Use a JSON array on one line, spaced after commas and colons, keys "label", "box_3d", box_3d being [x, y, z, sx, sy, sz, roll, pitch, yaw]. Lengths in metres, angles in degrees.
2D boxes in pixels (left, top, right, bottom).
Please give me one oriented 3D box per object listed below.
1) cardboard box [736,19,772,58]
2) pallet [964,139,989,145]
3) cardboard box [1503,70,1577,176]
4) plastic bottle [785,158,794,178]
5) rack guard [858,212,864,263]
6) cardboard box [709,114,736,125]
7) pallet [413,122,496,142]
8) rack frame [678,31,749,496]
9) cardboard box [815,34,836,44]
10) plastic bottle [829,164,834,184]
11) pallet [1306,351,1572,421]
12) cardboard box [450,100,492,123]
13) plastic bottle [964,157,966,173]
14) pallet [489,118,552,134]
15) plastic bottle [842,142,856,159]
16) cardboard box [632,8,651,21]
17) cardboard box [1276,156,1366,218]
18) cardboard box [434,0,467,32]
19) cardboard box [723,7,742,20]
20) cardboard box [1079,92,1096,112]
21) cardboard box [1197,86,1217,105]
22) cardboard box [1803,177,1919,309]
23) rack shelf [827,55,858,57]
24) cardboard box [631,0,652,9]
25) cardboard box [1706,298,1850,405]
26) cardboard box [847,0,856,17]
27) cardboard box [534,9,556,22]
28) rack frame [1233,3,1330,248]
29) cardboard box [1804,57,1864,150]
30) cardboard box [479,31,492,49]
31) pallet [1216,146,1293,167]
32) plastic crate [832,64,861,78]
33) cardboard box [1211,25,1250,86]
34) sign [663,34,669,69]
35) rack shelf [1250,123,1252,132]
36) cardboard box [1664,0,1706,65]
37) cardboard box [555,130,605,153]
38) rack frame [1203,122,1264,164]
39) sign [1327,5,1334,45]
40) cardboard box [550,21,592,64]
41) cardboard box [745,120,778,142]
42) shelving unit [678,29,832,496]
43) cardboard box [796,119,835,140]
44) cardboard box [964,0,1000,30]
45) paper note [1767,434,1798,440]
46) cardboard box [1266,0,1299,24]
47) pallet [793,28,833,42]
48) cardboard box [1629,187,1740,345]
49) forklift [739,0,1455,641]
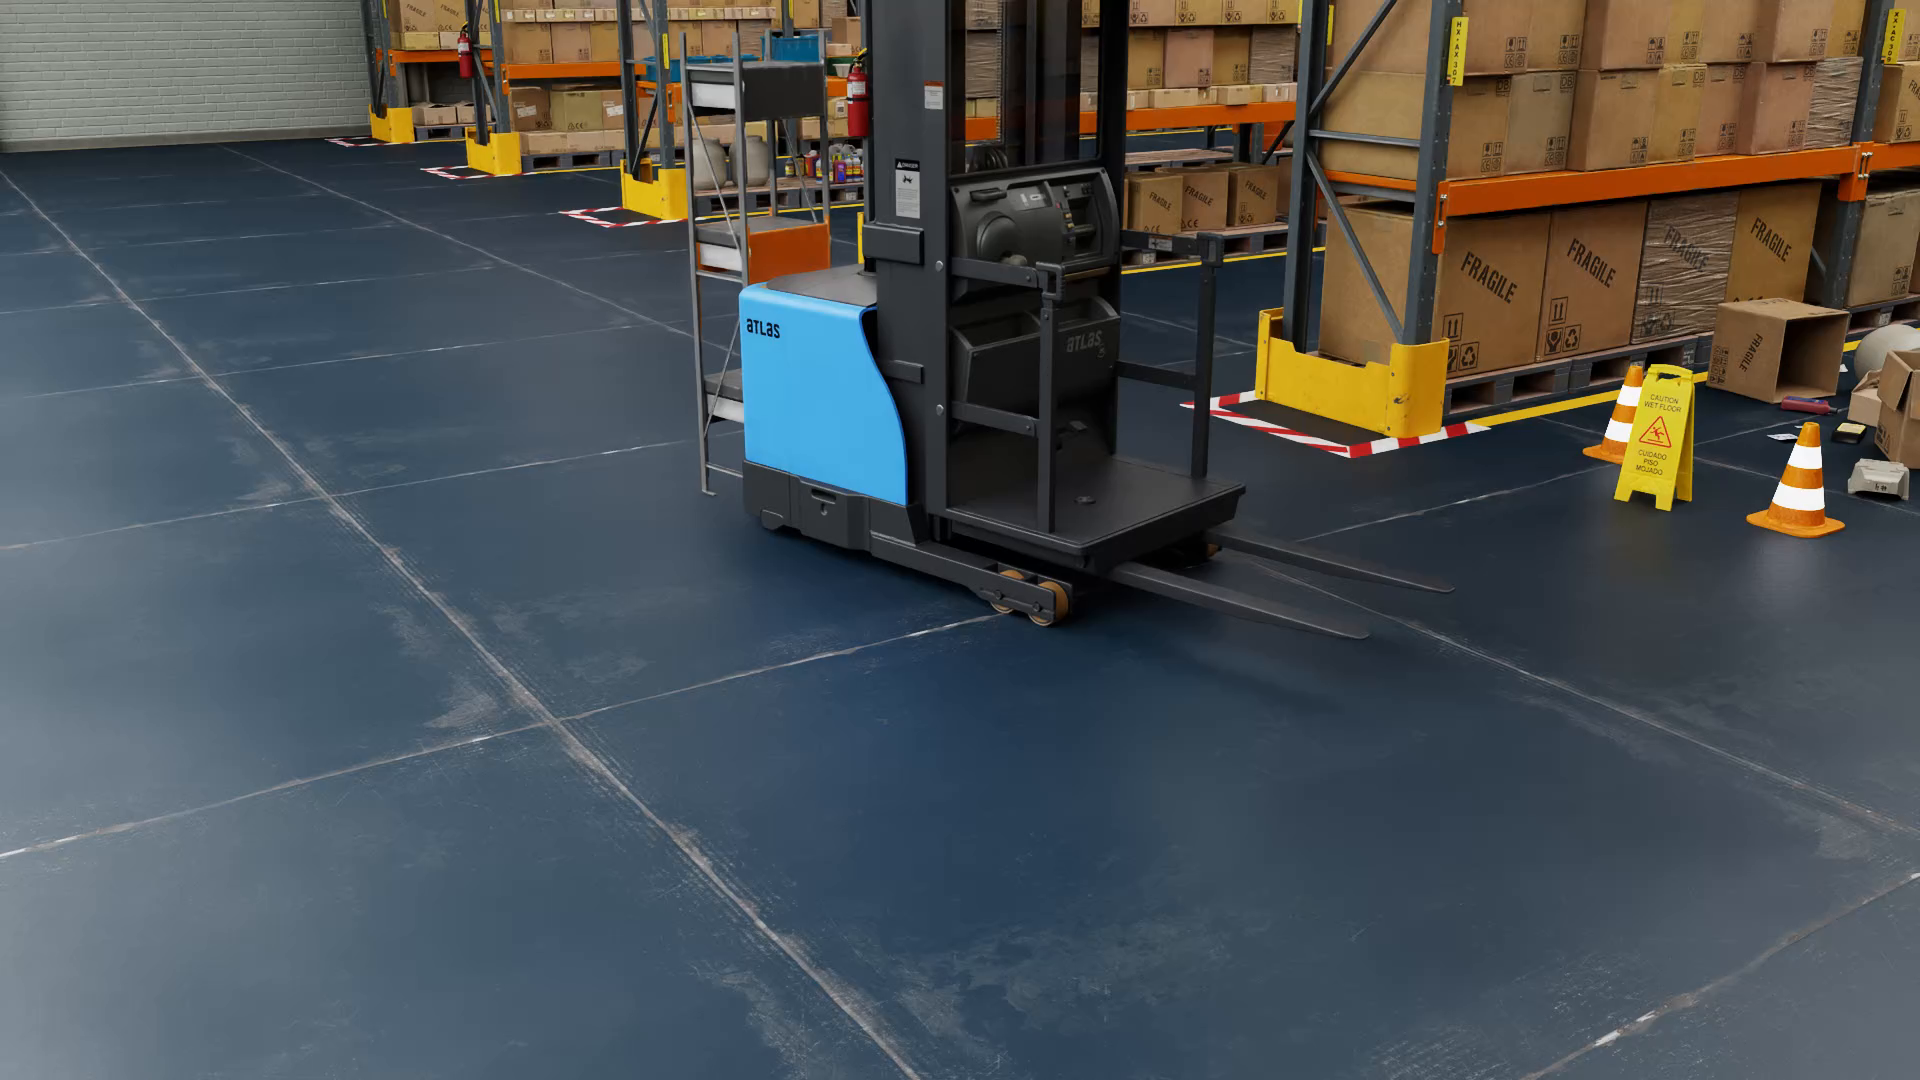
[{"label": "cardboard box", "box_3d": [-2.932, -6.809, 22.544, 0.500, 0.500, 0.700, -13, 22, -33]}, {"label": "pallet", "box_3d": [0.067, -6.090, 24.929, 1.213, 0.211, 1.003, -12, 22, -31]}, {"label": "cardboard box", "box_3d": [2.916, -2.393, 9.405, 0.550, 0.550, 0.875, -12, 22, -31]}, {"label": "plastic bottle", "box_3d": [-1.892, -4.134, 18.473, 0.097, 0.201, 0.097, 0, 19, 0]}, {"label": "rack guard", "box_3d": [-0.397, -2.315, 13.313, 0.348, 0.500, 1.175, -12, 22, -31]}, {"label": "cardboard box", "box_3d": [-3.256, -5.868, 22.384, 0.500, 0.500, 0.500, -12, 22, -31]}, {"label": "pallet", "box_3d": [-7.872, -6.287, 25.511, 1.213, 0.211, 1.003, -12, 22, -31]}, {"label": "rack frame", "box_3d": [-1.076, -1.177, 7.449, 0.400, 2.100, 0.015, 17, 25, 41]}, {"label": "cardboard box", "box_3d": [-1.931, -6.981, 23.422, 0.258, 0.266, 0.396, -13, 22, -33]}, {"label": "plastic bottle", "box_3d": [-1.412, -3.948, 17.921, 0.097, 0.201, 0.097, 0, 19, 0]}, {"label": "pallet", "box_3d": [2.808, -0.982, 9.821, 1.213, 0.211, 1.003, -12, 22, -31]}, {"label": "cardboard box", "box_3d": [-7.530, -6.594, 25.576, 0.500, 0.311, 0.500, -10, 21, -27]}, {"label": "plastic bottle", "box_3d": [0.025, -4.251, 18.818, 0.097, 0.201, 0.097, 0, 19, 0]}, {"label": "pallet", "box_3d": [-6.854, -6.500, 26.143, 1.213, 0.211, 1.003, -12, 22, -31]}, {"label": "plastic bottle", "box_3d": [-1.259, -4.330, 18.817, 0.185, 0.351, 0.144, -12, 22, -32]}, {"label": "cardboard box", "box_3d": [-4.175, -6.773, 21.427, 0.250, 0.149, 0.380, -12, 22, -31]}, {"label": "cardboard box", "box_3d": [3.405, -3.317, 15.590, 0.500, 0.500, 0.700, -14, 23, -36]}, {"label": "cardboard box", "box_3d": [-7.651, -7.843, 24.791, 0.500, 0.500, 0.500, -12, 22, -31]}, {"label": "cardboard box", "box_3d": [-3.099, -7.001, 22.100, 0.250, 0.149, 0.380, -13, 22, -33]}, {"label": "cardboard box", "box_3d": [0.949, -3.575, 13.530, 0.250, 0.149, 0.380, -12, 22, -31]}, {"label": "cardboard box", "box_3d": [1.978, -3.803, 14.203, 0.250, 0.149, 0.380, -12, 22, -31]}, {"label": "cardboard box", "box_3d": [5.993, -2.113, 11.668, 0.750, 0.750, 1.050, -12, 22, -32]}, {"label": "rack shelf", "box_3d": [-0.894, -6.853, 23.954, 4.000, 0.370, 1.077, -12, 22, -31]}, {"label": "cardboard box", "box_3d": [-4.189, -7.158, 21.552, 0.500, 0.500, 0.700, -12, 22, -31]}, {"label": "cardboard box", "box_3d": [4.792, -1.115, 9.759, 0.500, 0.500, 0.500, -8, 20, -22]}, {"label": "cardboard box", "box_3d": [-1.702, -9.221, 29.186, 0.500, 0.500, 0.500, -12, 22, -31]}, {"label": "cardboard box", "box_3d": [-5.240, -6.550, 20.766, 0.250, 0.149, 0.380, -13, 22, -33]}, {"label": "rack frame", "box_3d": [2.880, -4.191, 14.957, 0.127, 3.000, 1.000, -12, 22, -31]}, {"label": "cardboard box", "box_3d": [5.222, -2.849, 10.754, 0.550, 0.550, 0.875, -12, 22, -31]}, {"label": "cardboard box", "box_3d": [-7.196, -7.584, 25.196, 0.500, 0.250, 0.500, -12, 22, -32]}, {"label": "pallet", "box_3d": [4.133, -5.049, 21.850, 1.213, 0.211, 1.003, -12, 22, -31]}, {"label": "plastic crate", "box_3d": [-1.060, -5.037, 17.871, 0.437, 0.136, 0.530, -12, 22, -31]}, {"label": "cardboard box", "box_3d": [2.034, -4.238, 14.475, 0.500, 0.500, 0.875, -12, 22, -31]}, {"label": "sign", "box_3d": [-2.885, -4.794, 16.310, 0.005, 0.325, 0.100, -12, 22, -31]}, {"label": "rack shelf", "box_3d": [4.551, -4.202, 16.114, 4.000, 0.370, 1.077, -12, 22, -31]}, {"label": "cardboard box", "box_3d": [3.837, -3.091, 9.785, 0.500, 0.550, 0.875, -12, 22, -31]}, {"label": "cardboard box", "box_3d": [-4.920, -5.157, 21.452, 0.500, 0.250, 0.500, -12, 22, -31]}, {"label": "rack frame", "box_3d": [3.497, -6.220, 20.960, 0.127, 3.000, 1.000, -12, 22, -31]}, {"label": "sign", "box_3d": [3.185, -4.457, 14.393, 0.005, 0.325, 0.100, -12, 22, -31]}, {"label": "cardboard box", "box_3d": [-5.073, -6.356, 21.207, 0.500, 0.500, 0.700, -11, 22, -30]}, {"label": "cardboard box", "box_3d": [-2.832, -5.597, 22.755, 0.500, 0.250, 0.500, -12, 22, -31]}, {"label": "shelving unit", "box_3d": [-0.908, -1.234, 7.617, 0.431, 2.100, 0.503, 17, 25, 41]}, {"label": "cardboard box", "box_3d": [-2.092, -5.742, 23.184, 0.500, 0.250, 0.500, -13, 22, -33]}, {"label": "cardboard box", "box_3d": [0.149, -4.172, 12.720, 0.500, 0.500, 0.500, -12, 22, -31]}, {"label": "paper note", "box_3d": [4.392, -0.549, 8.824, 0.142, 0.017, 0.144, -4, 19, -13]}, {"label": "cardboard box", "box_3d": [2.656, -4.700, 14.281, 0.500, 0.500, 0.500, -12, 22, -31]}, {"label": "pallet", "box_3d": [-2.488, -8.625, 28.373, 1.003, 0.211, 1.213, -12, 22, -31]}, {"label": "cardboard box", "box_3d": [4.209, -1.787, 10.508, 0.875, 0.875, 0.875, -12, 22, -31]}, {"label": "forklift", "box_3d": [0.461, -1.252, 6.373, 3.031, 2.935, 1.130, 16, 25, 40]}]
